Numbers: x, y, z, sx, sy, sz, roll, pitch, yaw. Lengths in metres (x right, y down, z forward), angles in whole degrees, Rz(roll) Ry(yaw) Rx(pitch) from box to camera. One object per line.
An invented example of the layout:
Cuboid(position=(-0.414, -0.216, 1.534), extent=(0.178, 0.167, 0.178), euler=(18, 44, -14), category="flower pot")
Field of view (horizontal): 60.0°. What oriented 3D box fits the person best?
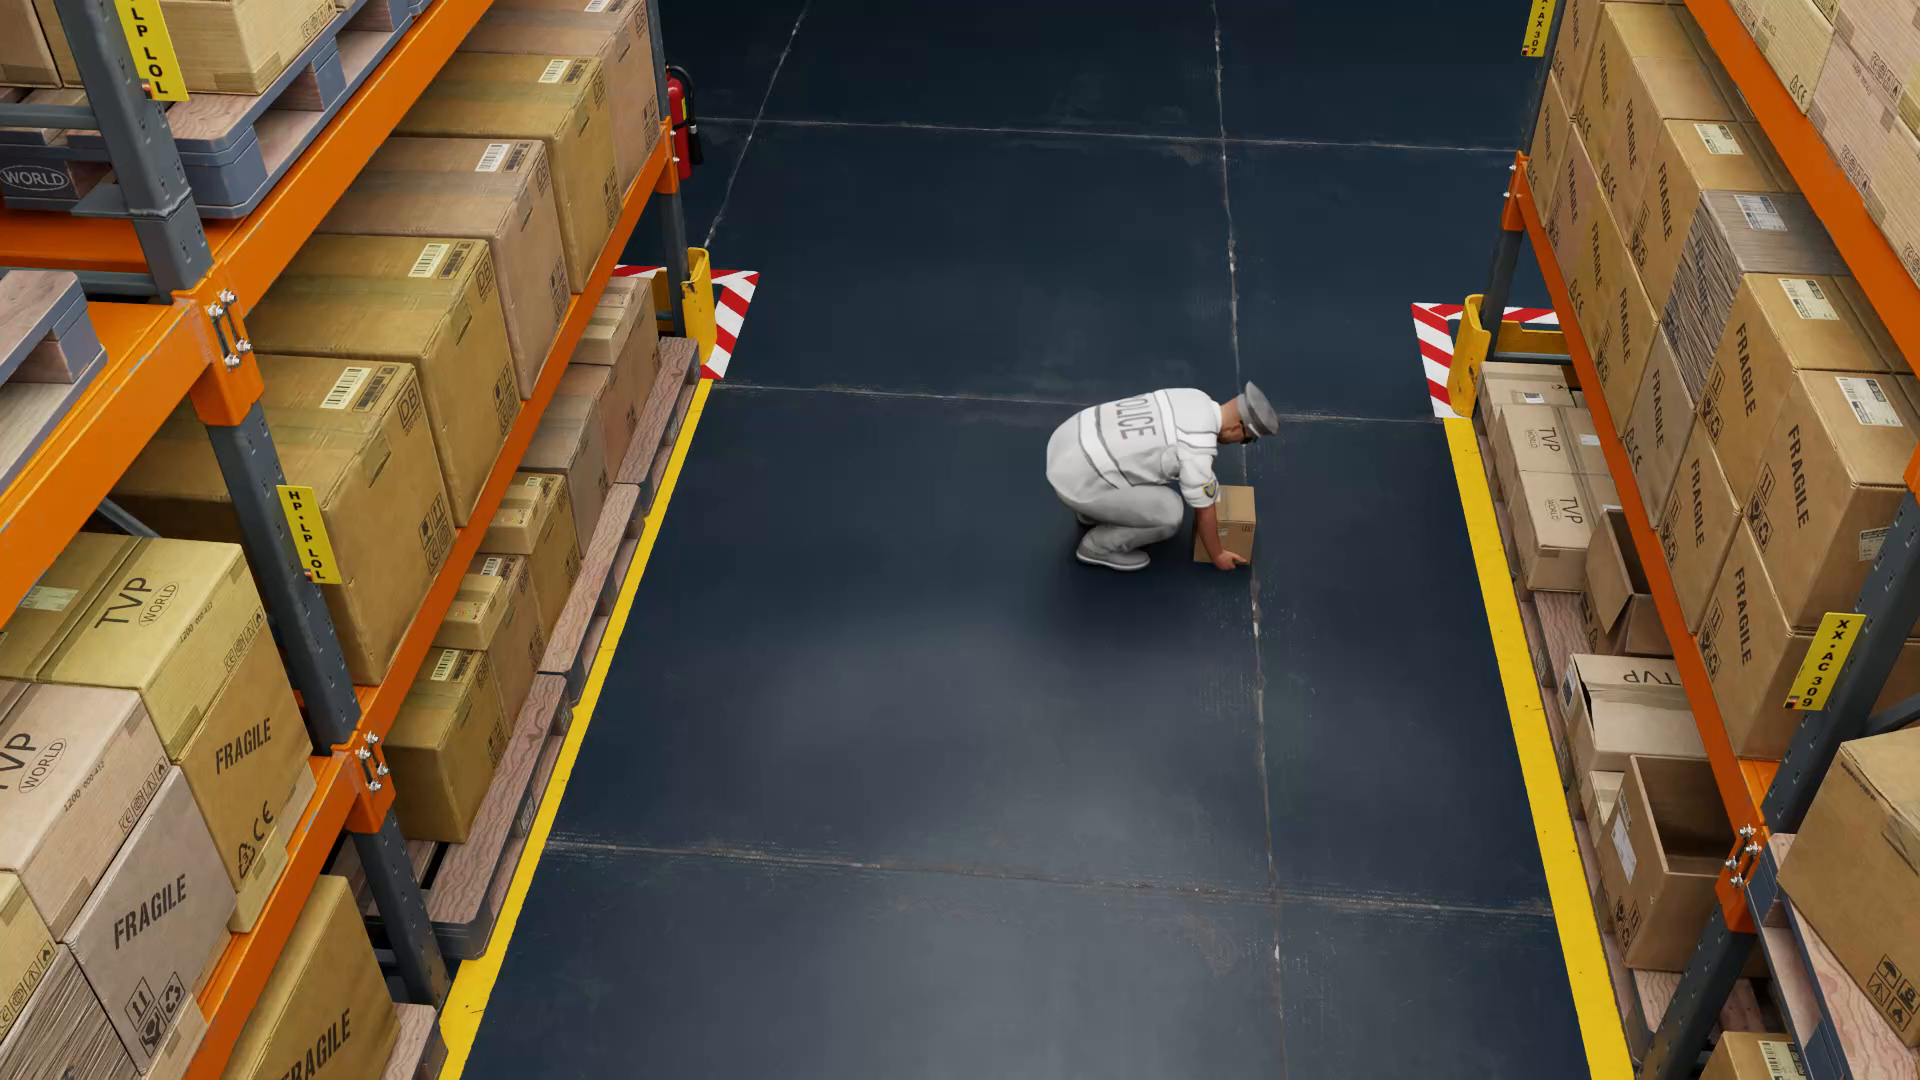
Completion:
Cuboid(position=(0.872, -0.276, 7.272), extent=(0.994, 0.894, 0.540), euler=(3, 40, 3), category="person")
